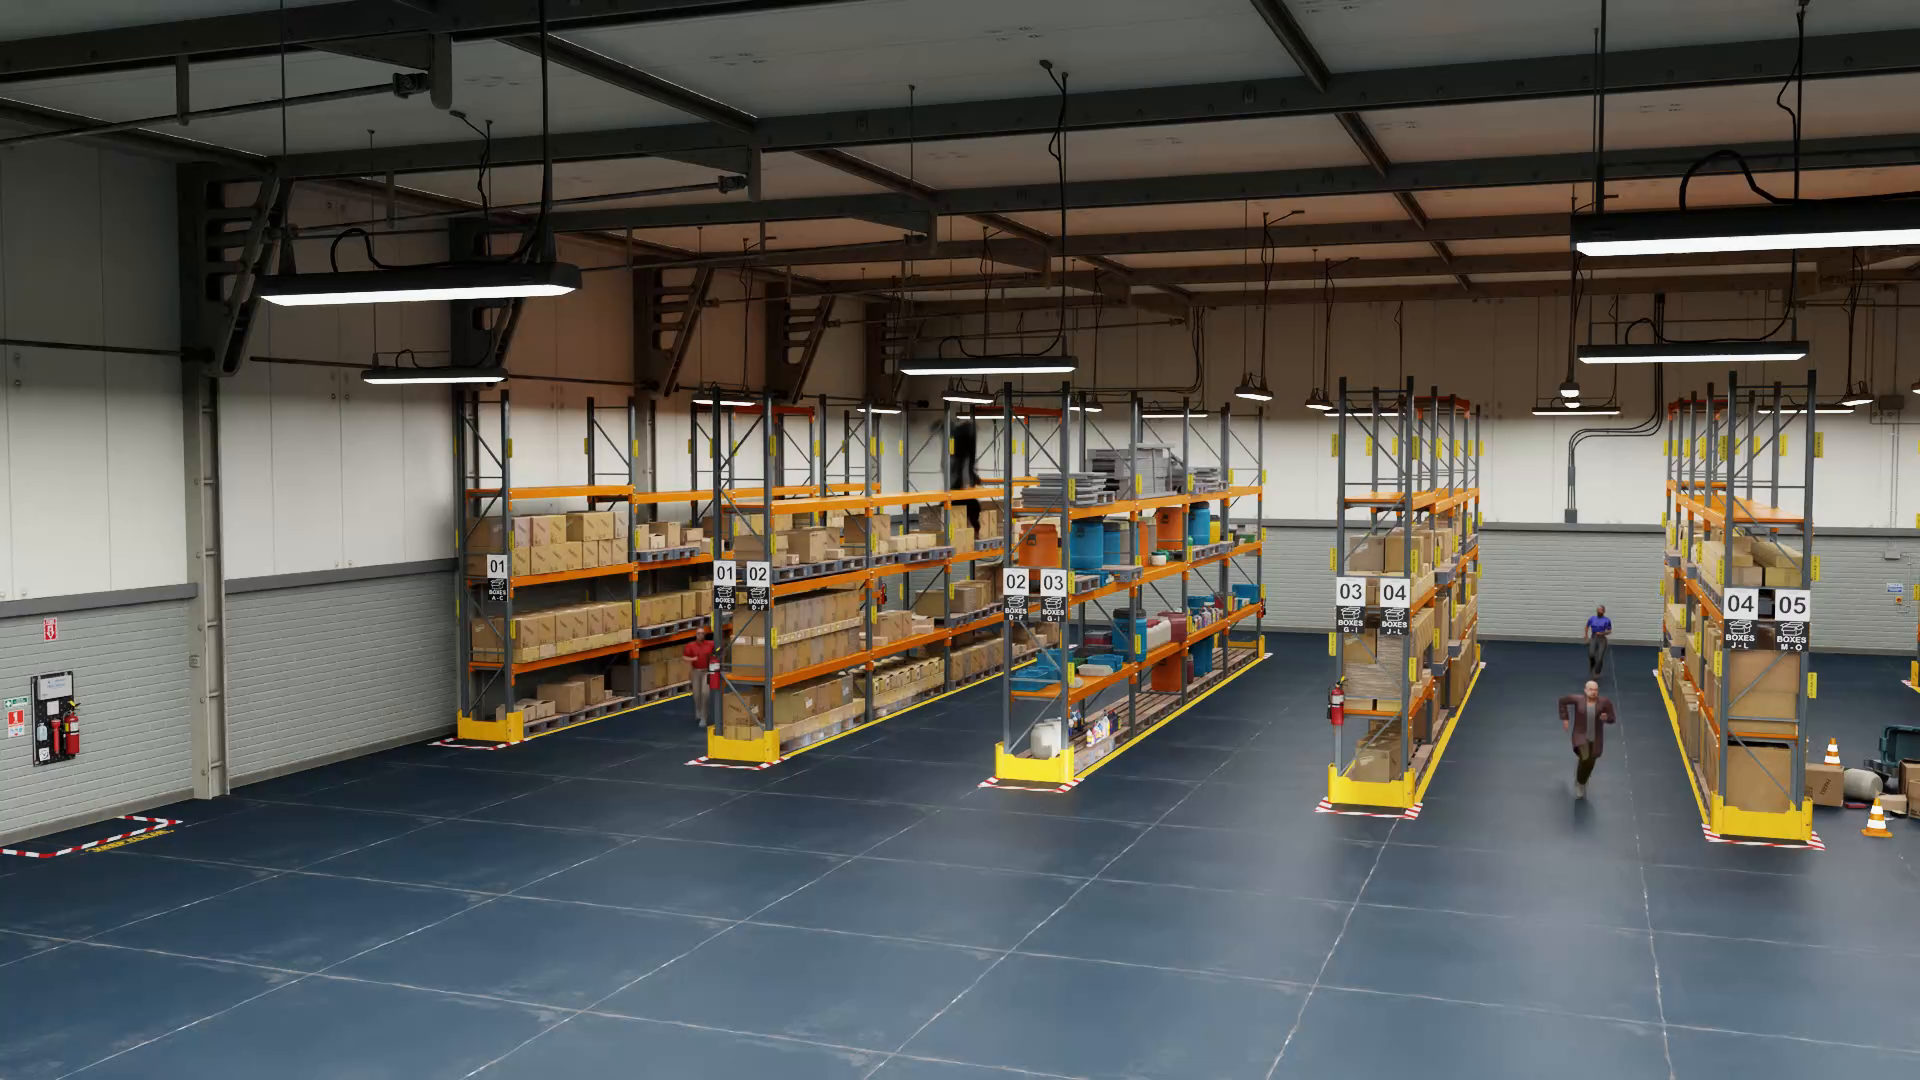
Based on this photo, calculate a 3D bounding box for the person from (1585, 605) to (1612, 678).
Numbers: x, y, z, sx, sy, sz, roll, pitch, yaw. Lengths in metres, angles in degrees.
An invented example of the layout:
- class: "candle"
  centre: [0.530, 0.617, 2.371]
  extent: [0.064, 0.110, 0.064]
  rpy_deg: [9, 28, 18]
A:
- class: "person"
  centre: [13.828, 2.210, 36.062]
  extent: [0.565, 1.594, 0.571]
  rpy_deg: [1, 3, 25]

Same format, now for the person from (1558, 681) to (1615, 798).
- class: "person"
  centre: [8.893, 2.826, 23.597]
  extent: [0.690, 1.706, 0.955]
  rpy_deg: [0, 3, 4]

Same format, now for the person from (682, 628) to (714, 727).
- class: "person"
  centre: [-4.701, 2.455, 30.185]
  extent: [0.650, 1.747, 0.959]
  rpy_deg: [0, 3, -4]

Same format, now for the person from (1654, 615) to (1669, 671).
- class: "person"
  centre: [16.068, 2.086, 37.442]
  extent: [0.765, 1.768, 0.696]
  rpy_deg: [0, 3, 1]
